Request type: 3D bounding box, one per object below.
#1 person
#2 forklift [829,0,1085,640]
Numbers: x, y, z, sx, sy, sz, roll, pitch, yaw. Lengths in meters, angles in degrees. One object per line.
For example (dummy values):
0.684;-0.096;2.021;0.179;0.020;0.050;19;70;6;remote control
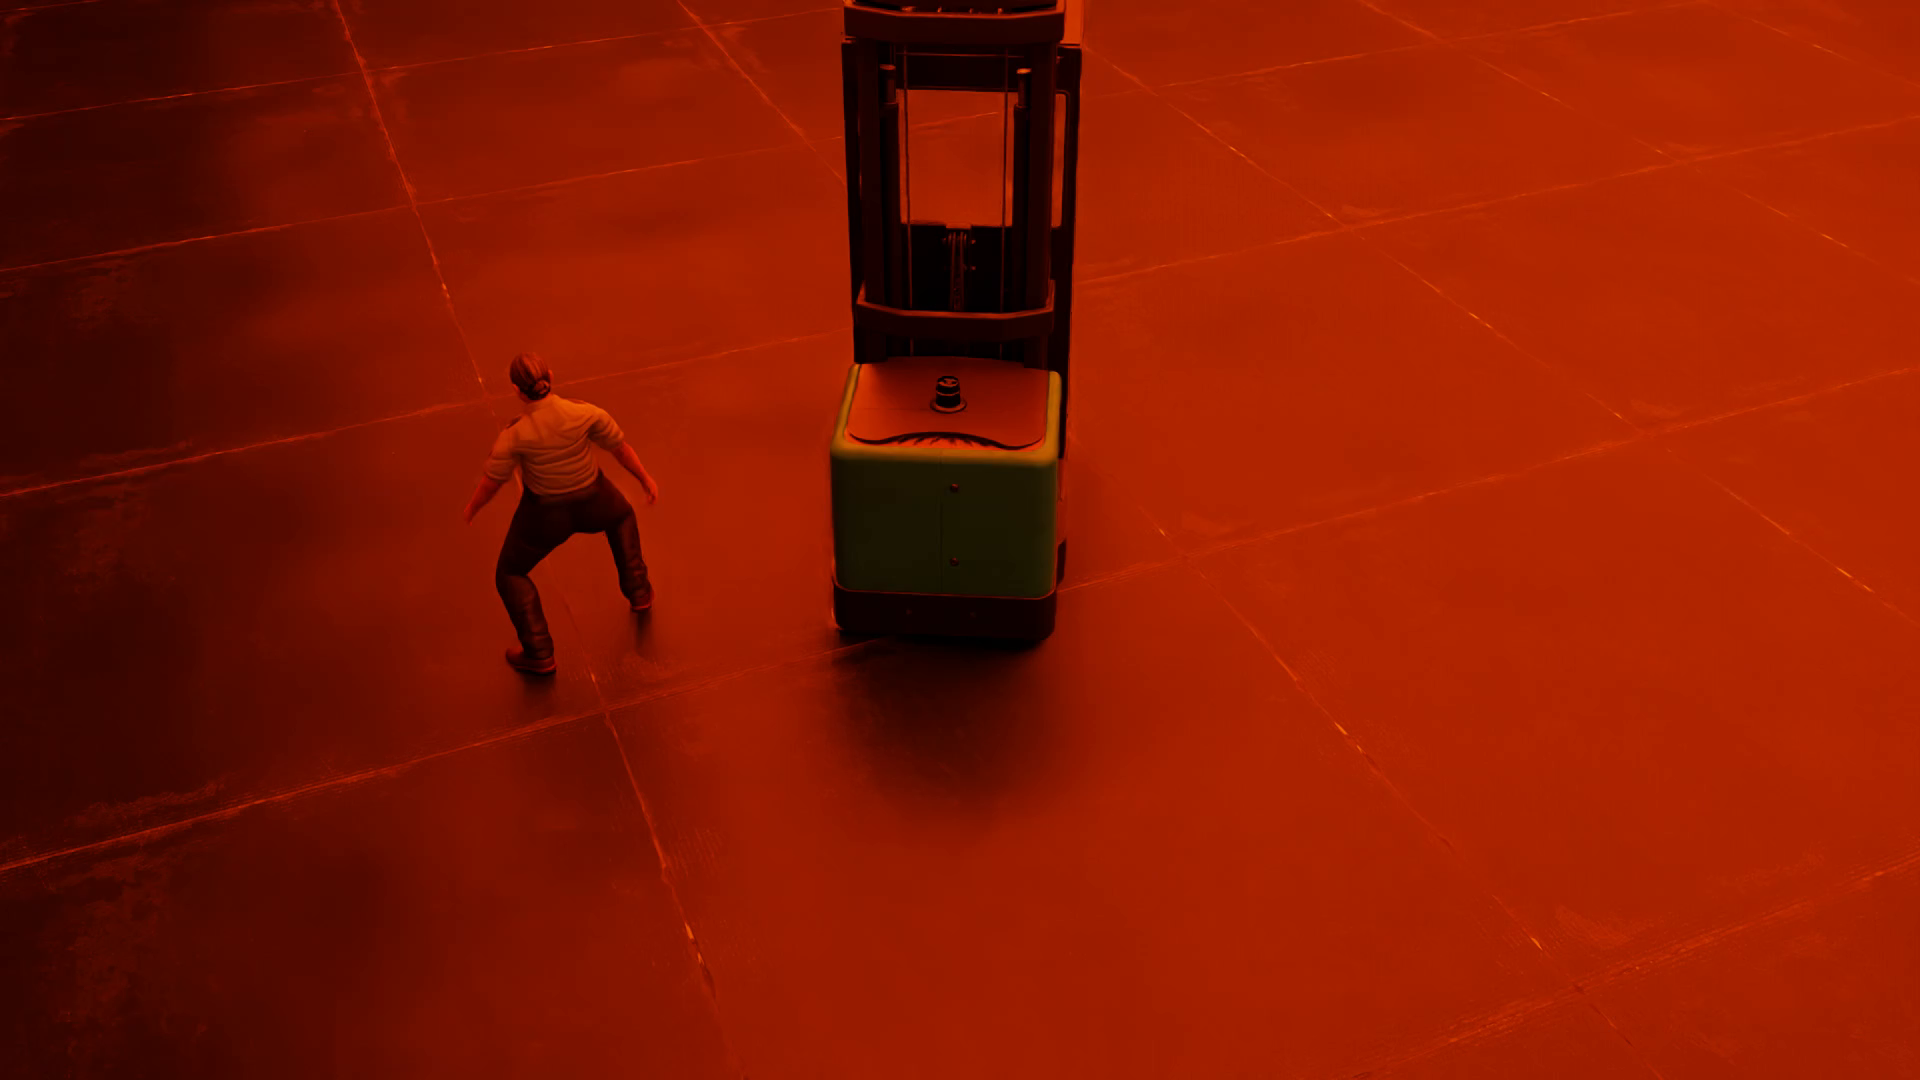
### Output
-1.814;-0.186;7.579;0.863;1.552;0.570;-14;38;-18;person
0.026;-1.559;8.291;1.130;2.935;3.031;2;35;3;forklift
